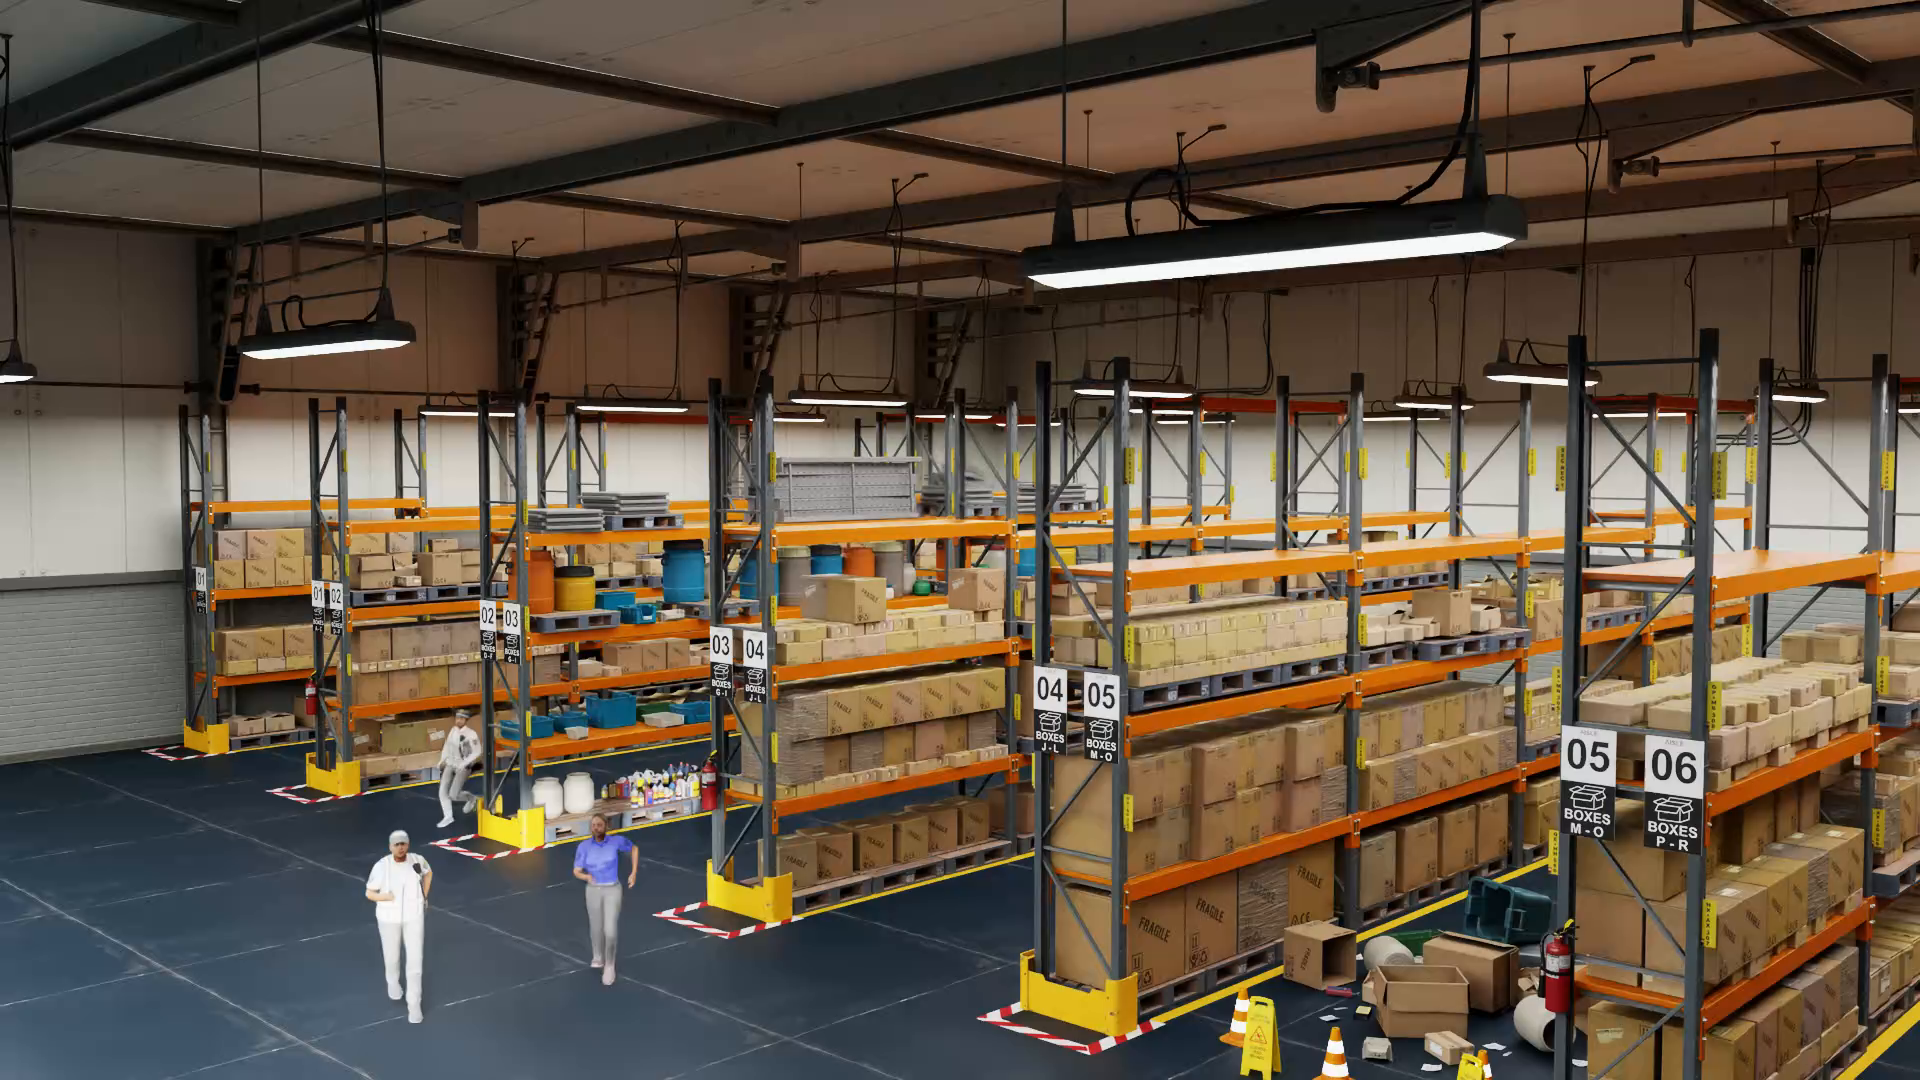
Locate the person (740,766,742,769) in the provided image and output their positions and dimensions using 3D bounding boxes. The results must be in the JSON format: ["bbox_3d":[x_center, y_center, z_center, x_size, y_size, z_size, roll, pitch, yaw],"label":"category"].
[{"bbox_3d":[-3.242,2.843,27.317,0.697,1.758,0.985,3,4,43],"label":"person"}]

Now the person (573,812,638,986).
[{"bbox_3d":[-3.466,3.483,16.260,0.586,1.667,0.864,0,3,-3],"label":"person"}]

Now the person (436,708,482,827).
[{"bbox_3d":[-6.923,3.146,23.114,0.655,1.658,0.620,2,3,27],"label":"person"}]

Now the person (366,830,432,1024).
[{"bbox_3d":[-5.159,3.508,15.333,0.602,1.689,0.886,-1,3,-22],"label":"person"}]
